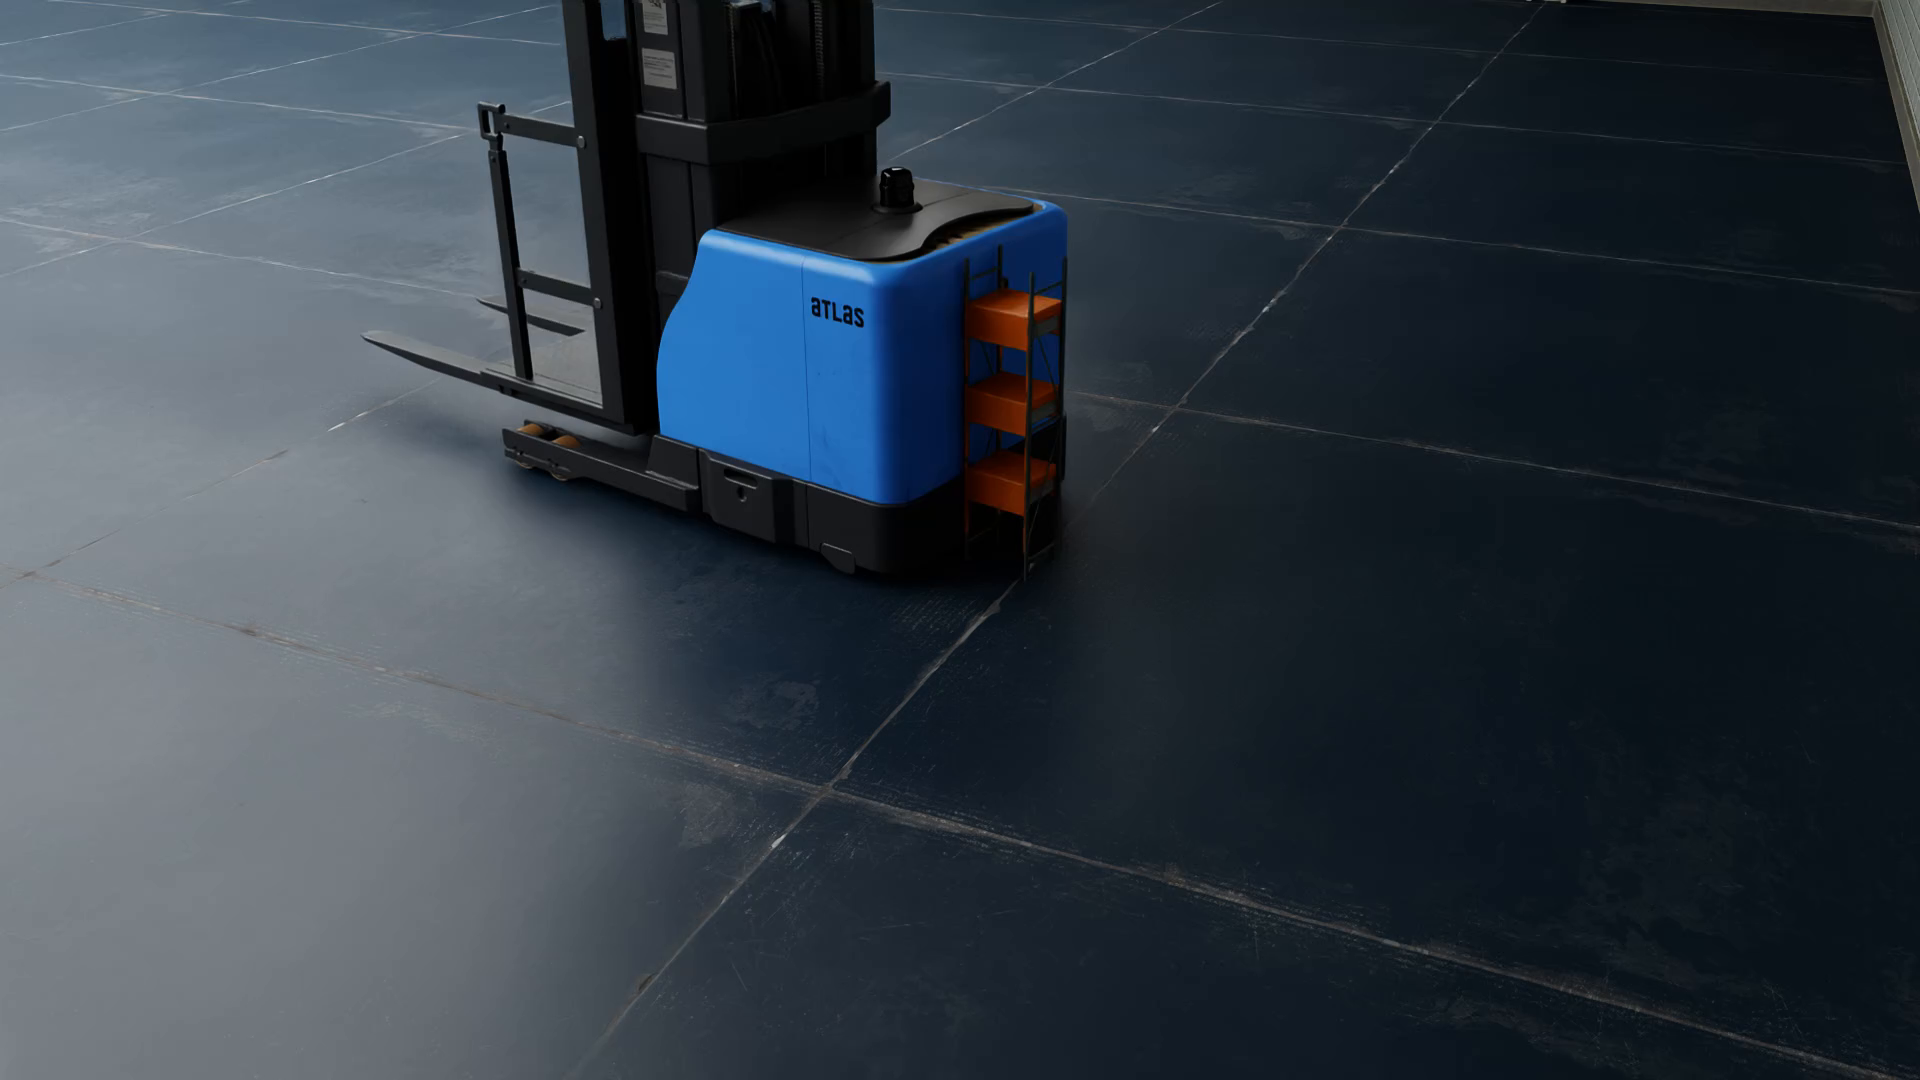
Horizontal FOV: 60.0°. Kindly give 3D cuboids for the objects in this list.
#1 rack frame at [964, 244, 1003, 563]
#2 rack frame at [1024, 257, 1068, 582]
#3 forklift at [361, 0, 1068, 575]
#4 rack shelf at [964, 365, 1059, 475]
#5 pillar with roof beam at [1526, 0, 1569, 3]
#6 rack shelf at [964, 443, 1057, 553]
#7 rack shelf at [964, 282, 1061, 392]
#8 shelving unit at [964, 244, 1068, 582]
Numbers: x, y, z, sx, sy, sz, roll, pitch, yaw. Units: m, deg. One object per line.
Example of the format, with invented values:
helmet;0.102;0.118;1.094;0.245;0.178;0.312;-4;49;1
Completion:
rack frame;0.074;-0.432;5.438;0.008;1.050;0.200;18;31;32
rack frame;0.271;-0.368;5.309;0.008;1.050;0.200;18;31;32
forklift;-1.107;-1.704;5.892;3.031;2.935;1.130;18;31;32
rack shelf;0.173;-0.390;5.378;0.240;0.259;0.215;18;31;32
pillar with roof beam;4.200;-7.803;11.412;0.400;9.000;9.100;11;28;22
rack shelf;0.173;-0.141;5.501;0.240;0.259;0.215;18;31;32
rack shelf;0.173;-0.645;5.253;0.240;0.259;0.215;18;31;32
shelving unit;0.173;-0.400;5.374;0.252;1.050;0.215;18;31;32
